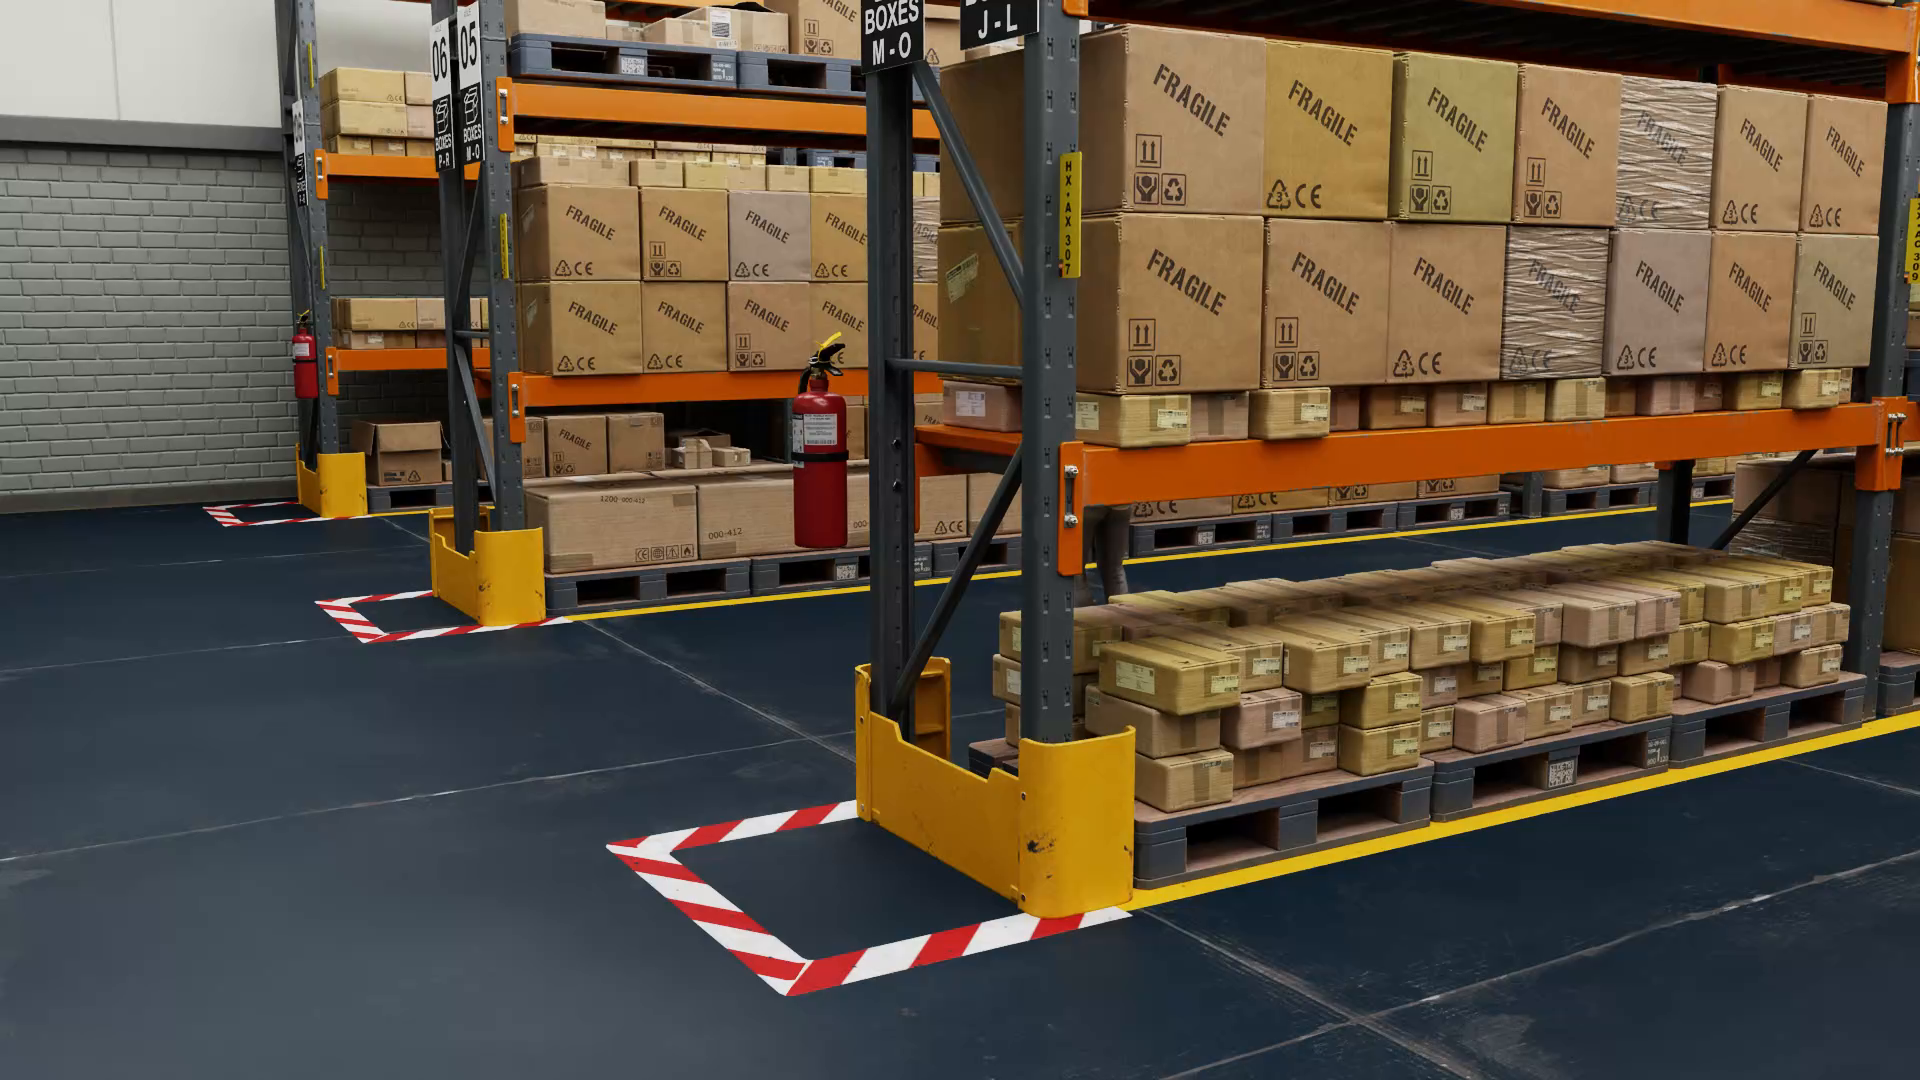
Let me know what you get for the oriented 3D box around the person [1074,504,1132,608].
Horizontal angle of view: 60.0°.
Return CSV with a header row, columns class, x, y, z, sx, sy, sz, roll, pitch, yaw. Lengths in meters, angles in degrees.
class,x,y,z,sx,sy,sz,roll,pitch,yaw
person,0.604,-0.175,7.607,0.469,1.580,0.377,-6,10,-33
